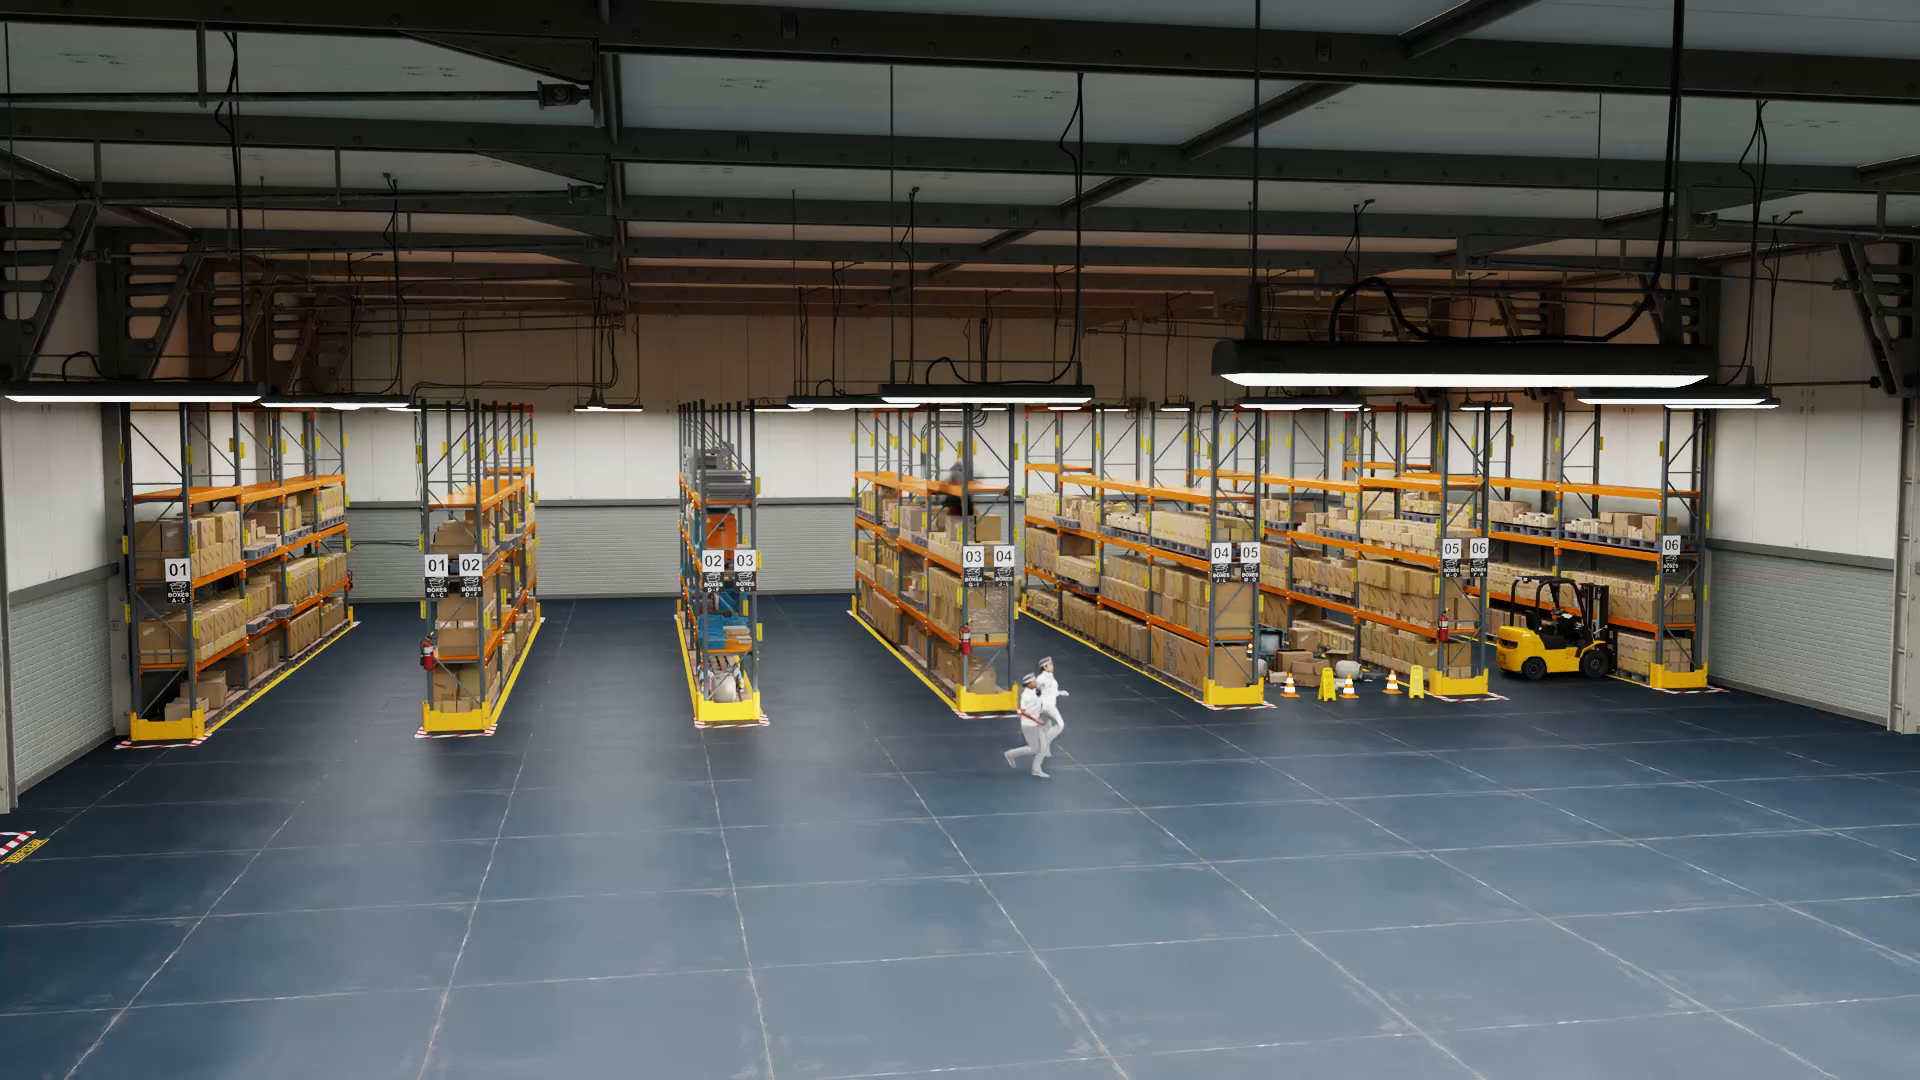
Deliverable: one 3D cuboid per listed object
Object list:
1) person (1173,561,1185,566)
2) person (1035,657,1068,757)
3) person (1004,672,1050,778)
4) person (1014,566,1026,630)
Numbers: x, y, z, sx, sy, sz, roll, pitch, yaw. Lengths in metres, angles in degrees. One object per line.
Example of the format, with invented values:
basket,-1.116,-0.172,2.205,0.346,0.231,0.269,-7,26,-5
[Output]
person,6.801,1.048,50.903,0.884,1.706,0.687,0,4,1
person,1.490,2.778,27.782,0.649,1.673,0.583,1,4,14
person,1.071,2.917,26.304,0.711,1.665,0.577,1,4,11
person,1.475,1.546,44.501,0.546,1.731,0.734,-1,4,-8
